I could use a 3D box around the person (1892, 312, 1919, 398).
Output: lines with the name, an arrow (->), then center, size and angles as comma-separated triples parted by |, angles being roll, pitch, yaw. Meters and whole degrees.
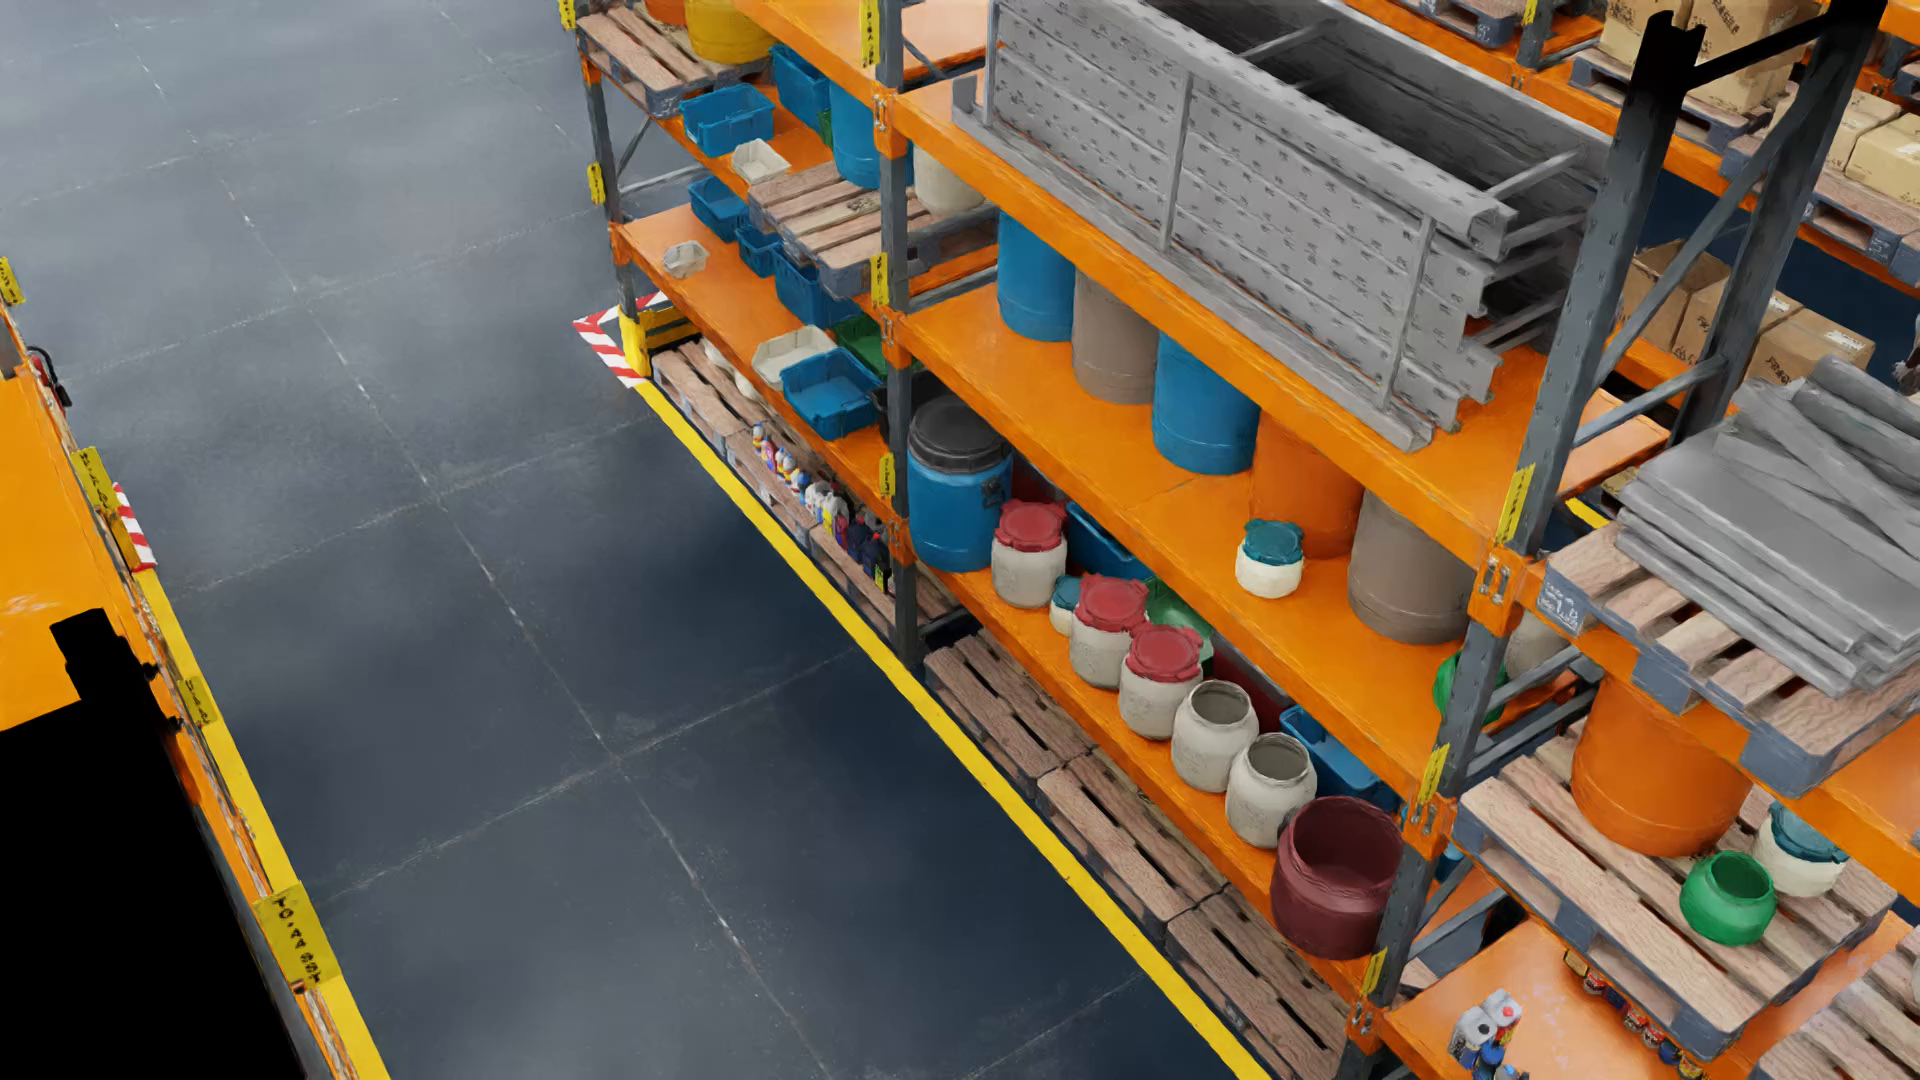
person -> 6.946, -1.271, 11.873 | 0.702, 1.734, 0.548 | -26, 49, -26
